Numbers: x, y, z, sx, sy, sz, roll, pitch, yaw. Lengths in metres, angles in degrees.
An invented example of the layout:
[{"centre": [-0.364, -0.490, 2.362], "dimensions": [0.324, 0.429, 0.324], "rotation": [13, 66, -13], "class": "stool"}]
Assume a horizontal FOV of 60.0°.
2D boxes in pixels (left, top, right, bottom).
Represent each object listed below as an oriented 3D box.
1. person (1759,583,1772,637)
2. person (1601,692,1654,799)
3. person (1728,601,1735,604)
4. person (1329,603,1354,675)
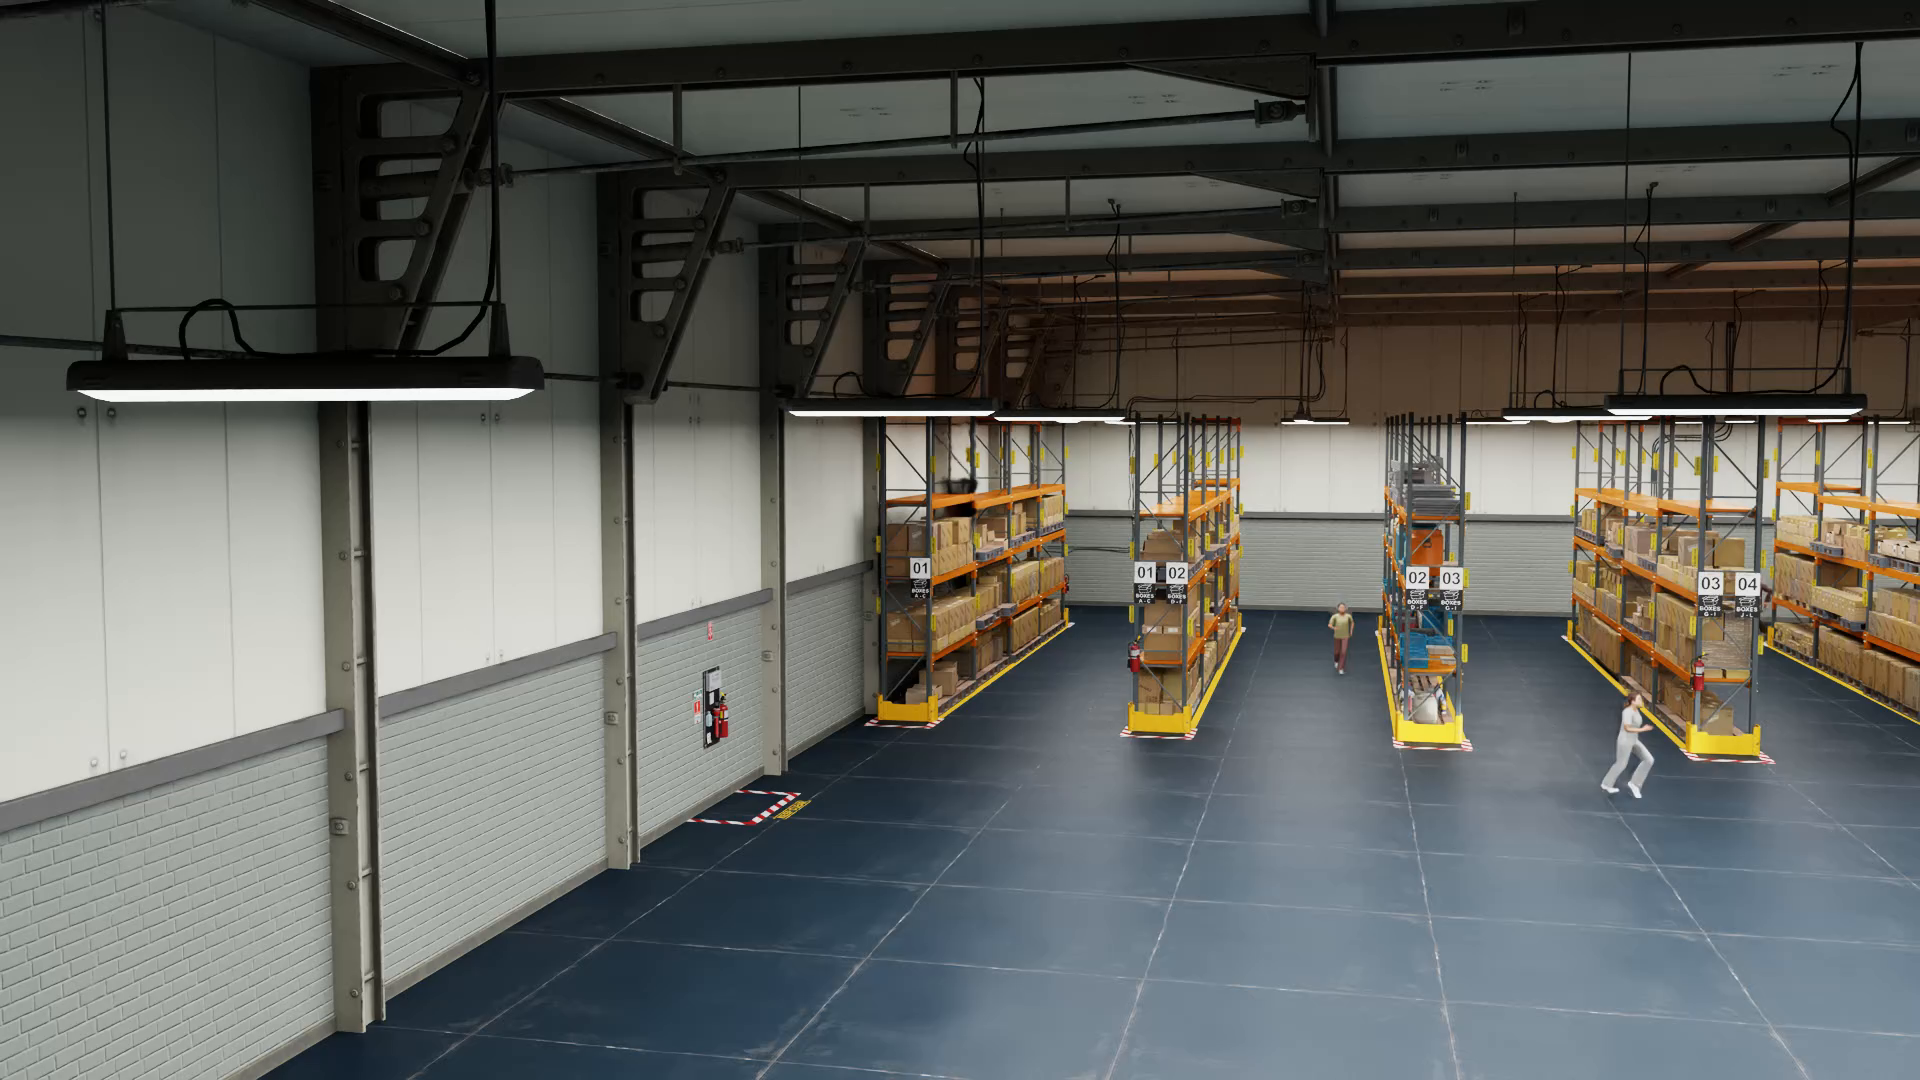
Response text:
[{"centre": [21.440, 1.817, 44.806], "dimensions": [0.931, 1.822, 0.723], "rotation": [-1, 4, -13], "class": "person"}, {"centre": [10.313, 3.150, 25.686], "dimensions": [0.807, 1.666, 0.589], "rotation": [4, 5, 43], "class": "person"}, {"centre": [19.953, 1.954, 42.873], "dimensions": [0.643, 1.751, 0.627], "rotation": [2, 4, 23], "class": "person"}, {"centre": [8.880, 2.275, 38.725], "dimensions": [0.591, 1.641, 0.794], "rotation": [1, 4, 8], "class": "person"}]
